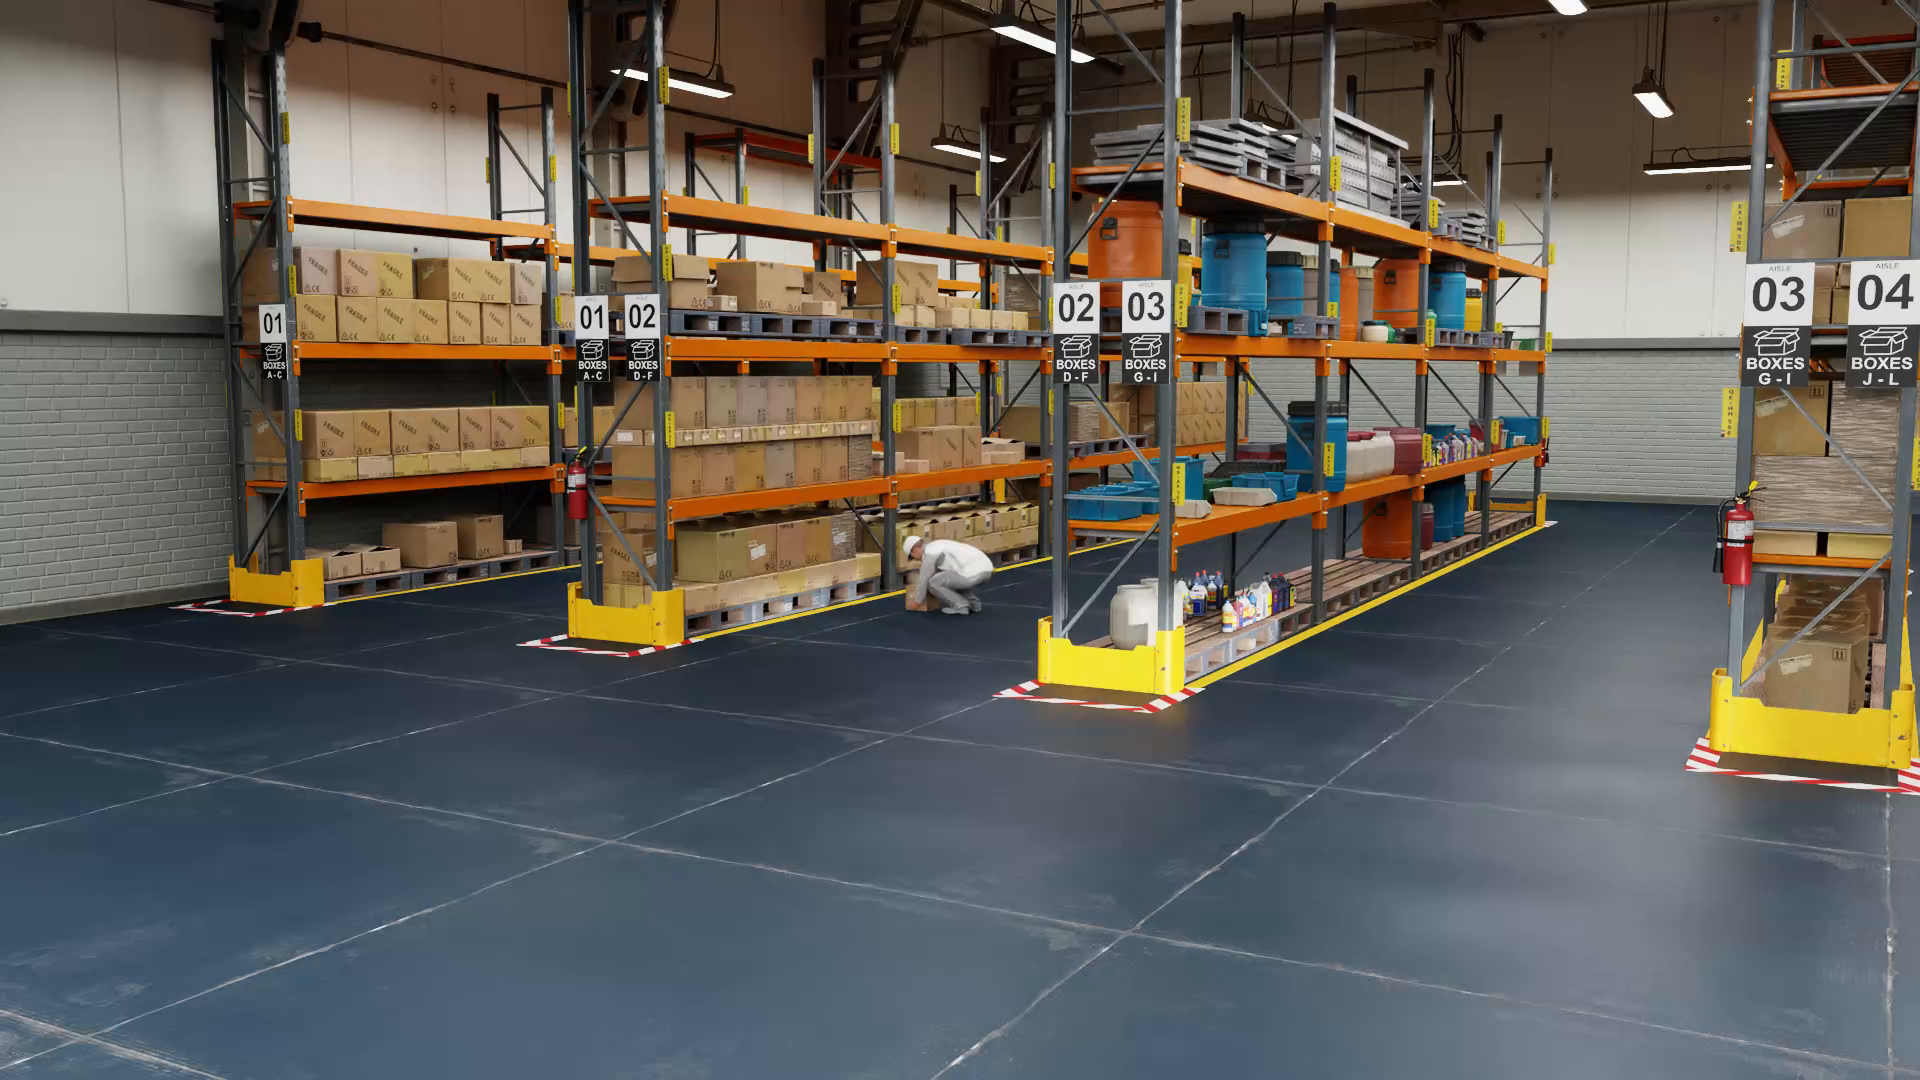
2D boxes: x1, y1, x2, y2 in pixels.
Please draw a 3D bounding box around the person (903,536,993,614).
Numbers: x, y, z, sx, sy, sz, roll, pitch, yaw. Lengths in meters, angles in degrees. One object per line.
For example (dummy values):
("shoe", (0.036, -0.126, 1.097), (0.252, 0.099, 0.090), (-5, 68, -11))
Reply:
("person", (-0.142, 0.397, 17.376), (0.964, 0.854, 0.521), (3, 7, 28))
